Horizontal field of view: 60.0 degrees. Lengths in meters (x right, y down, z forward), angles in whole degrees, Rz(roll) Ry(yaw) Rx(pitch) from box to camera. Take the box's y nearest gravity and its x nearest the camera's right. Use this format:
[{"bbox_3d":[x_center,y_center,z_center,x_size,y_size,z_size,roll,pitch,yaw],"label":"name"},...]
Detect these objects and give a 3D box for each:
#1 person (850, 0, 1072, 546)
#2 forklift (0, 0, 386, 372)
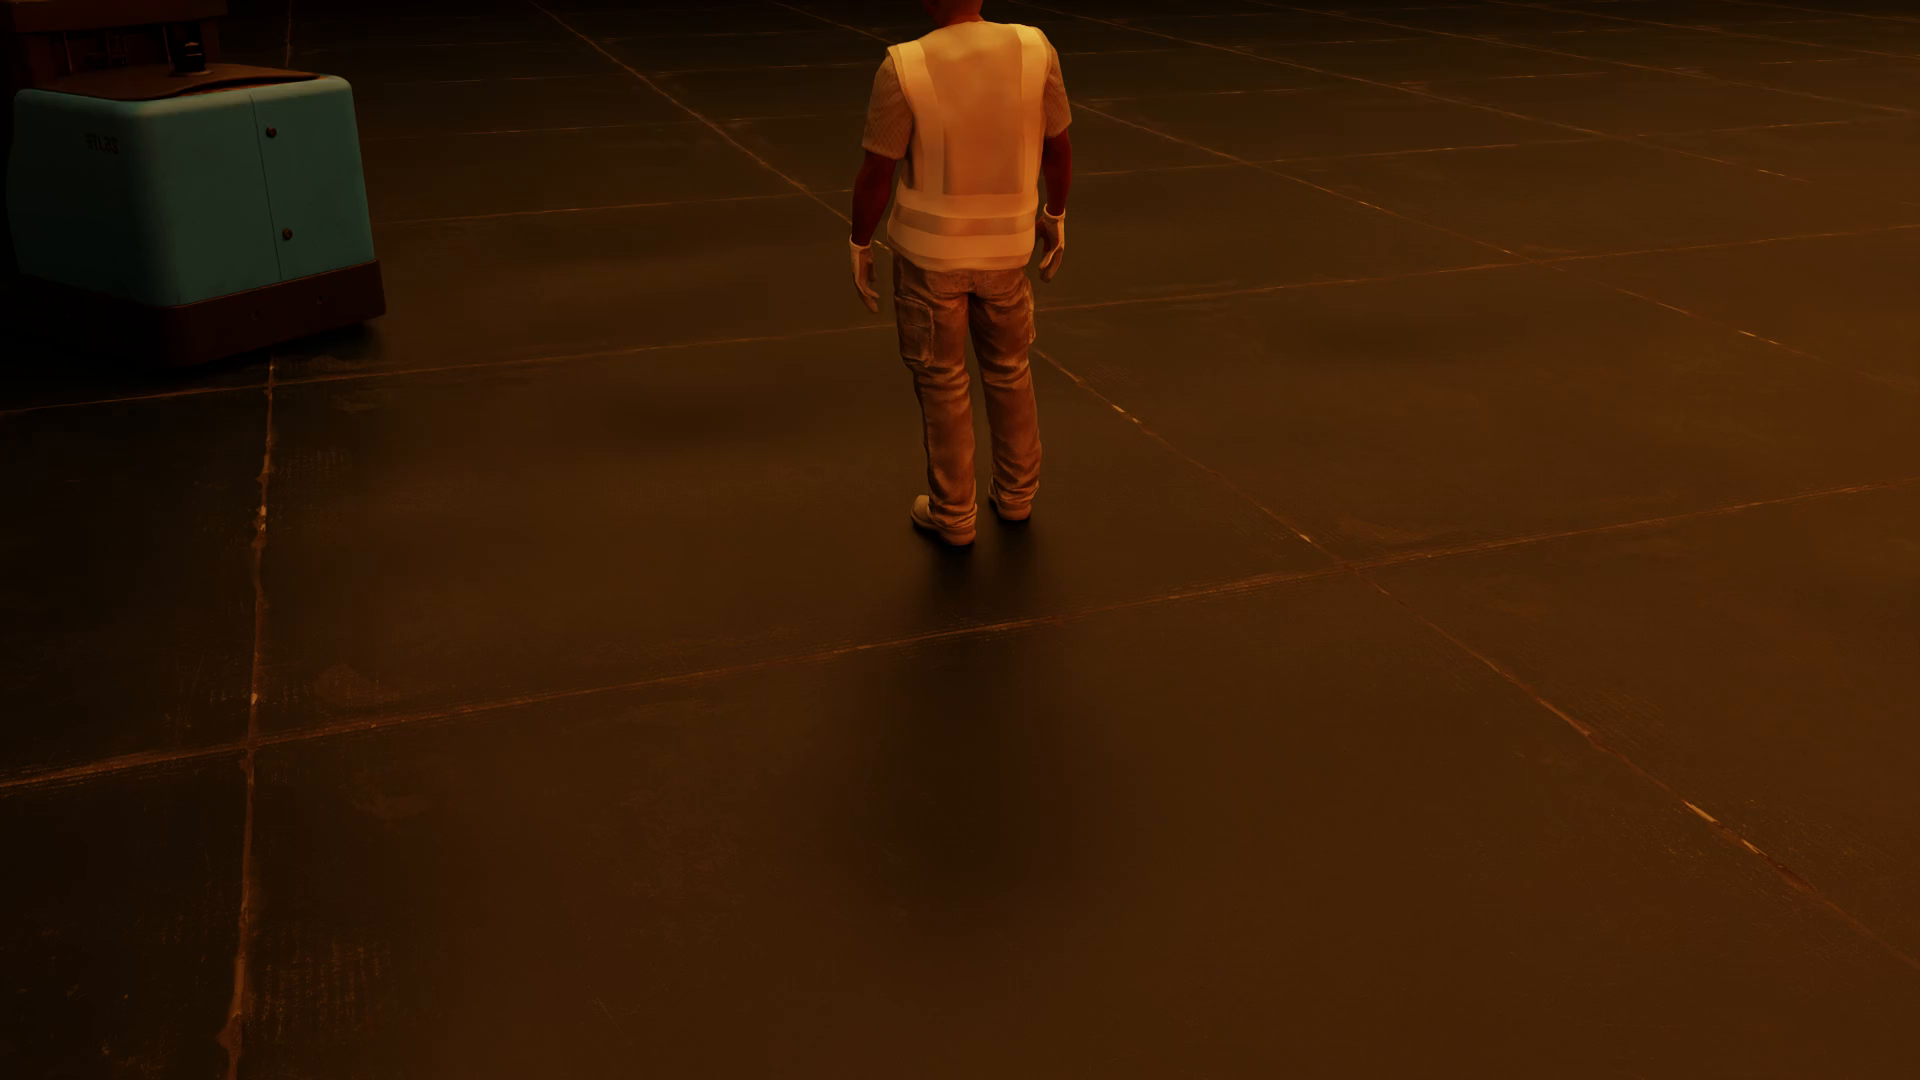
[{"bbox_3d":[-0.018,-0.856,4.796,0.656,1.784,0.575,-8,24,-18],"label":"person"},{"bbox_3d":[-4.006,-2.440,7.101,3.031,2.935,1.130,15,27,31],"label":"forklift"}]
